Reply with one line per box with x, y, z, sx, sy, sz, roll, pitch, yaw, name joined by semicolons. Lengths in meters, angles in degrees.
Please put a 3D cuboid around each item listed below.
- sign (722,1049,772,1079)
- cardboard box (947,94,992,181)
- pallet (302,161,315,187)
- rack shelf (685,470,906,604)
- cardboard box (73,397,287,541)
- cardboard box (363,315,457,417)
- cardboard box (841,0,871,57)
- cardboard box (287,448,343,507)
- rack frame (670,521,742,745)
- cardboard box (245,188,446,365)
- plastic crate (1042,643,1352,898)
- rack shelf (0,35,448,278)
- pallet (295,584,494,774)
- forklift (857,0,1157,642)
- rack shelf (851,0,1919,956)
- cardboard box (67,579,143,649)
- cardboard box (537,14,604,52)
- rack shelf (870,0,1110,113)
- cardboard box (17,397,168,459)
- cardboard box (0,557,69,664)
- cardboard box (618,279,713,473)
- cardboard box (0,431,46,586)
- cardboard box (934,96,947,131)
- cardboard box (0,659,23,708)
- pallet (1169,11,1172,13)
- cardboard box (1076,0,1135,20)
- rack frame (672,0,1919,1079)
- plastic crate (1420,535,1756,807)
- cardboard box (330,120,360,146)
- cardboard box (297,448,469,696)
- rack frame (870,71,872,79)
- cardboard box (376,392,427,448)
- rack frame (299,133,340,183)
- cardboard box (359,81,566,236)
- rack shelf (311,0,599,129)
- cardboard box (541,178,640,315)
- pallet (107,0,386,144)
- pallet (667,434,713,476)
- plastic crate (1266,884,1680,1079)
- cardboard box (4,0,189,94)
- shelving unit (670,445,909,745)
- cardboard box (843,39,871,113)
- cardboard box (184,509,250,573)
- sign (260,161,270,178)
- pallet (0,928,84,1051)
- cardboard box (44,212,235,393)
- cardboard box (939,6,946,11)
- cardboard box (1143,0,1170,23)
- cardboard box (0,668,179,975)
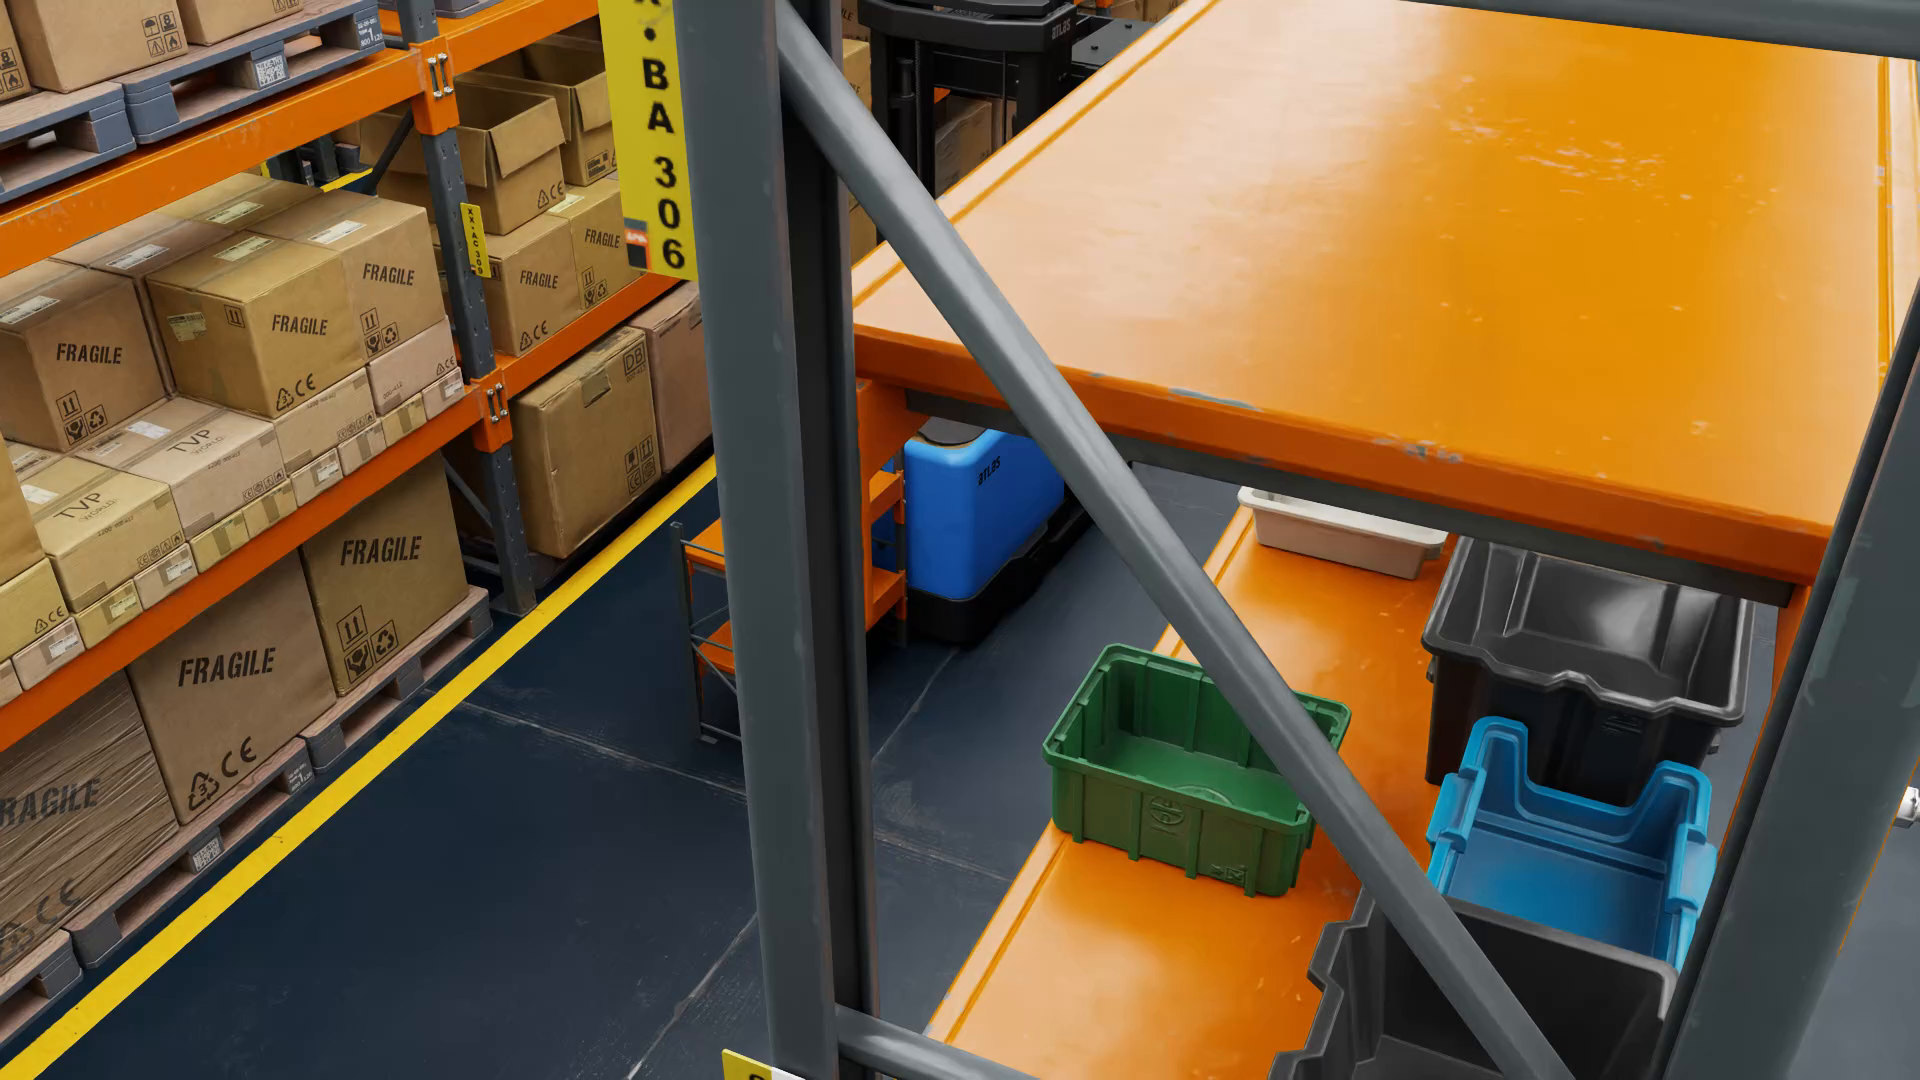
-0.254;0.790;2.169;0.100;0.325;0.005;14;36;20;sign
-0.186;-3.042;12.532;0.700;0.500;0.500;17;37;24;cardboard box
-5.691;-2.635;12.576;1.003;0.211;1.213;14;36;20;pallet
-0.716;-0.023;7.225;0.538;0.278;1.000;17;37;24;rack shelf
-2.947;-0.279;6.305;0.500;0.250;0.500;15;36;21;cardboard box
-2.519;-0.791;7.086;0.500;0.250;0.500;14;36;20;cardboard box
-0.710;-3.497;10.874;0.500;0.500;0.500;10;35;15;cardboard box
-2.726;-0.293;6.691;0.380;0.149;0.250;15;36;21;cardboard box
-0.959;0.467;7.012;0.500;1.125;0.032;17;37;24;rack frame
-2.523;-1.095;6.865;0.500;0.500;0.500;15;36;22;cardboard box
0.405;0.396;2.868;0.450;0.188;0.336;14;36;20;plastic crate
-3.410;-0.967;5.410;1.077;0.370;4.000;14;36;20;rack shelf
-2.962;0.517;7.769;1.003;0.211;1.213;14;36;20;pallet
0.298;-1.526;8.405;1.130;2.935;3.031;17;37;23;forklift
1.089;-0.918;2.964;1.077;0.370;4.000;14;36;20;rack shelf
-3.156;0.220;5.908;0.380;0.149;0.250;13;36;19;cardboard box
-1.770;-2.443;8.734;0.797;0.503;0.637;15;36;22;cardboard box
-0.063;-3.697;12.309;1.077;0.370;4.000;14;36;20;rack shelf
-3.432;-0.391;6.477;0.500;0.250;0.500;15;36;22;cardboard box
-3.376;0.234;5.523;0.500;0.250;0.500;13;35;19;cardboard box
-1.950;-1.065;9.194;1.225;0.875;0.875;13;35;19;cardboard box
-3.380;-0.078;5.315;0.500;0.500;0.500;13;35;19;cardboard box
-0.434;-3.061;11.877;0.500;0.250;0.500;18;37;26;cardboard box
-3.370;0.474;5.520;0.380;0.149;0.250;13;36;20;cardboard box
2.044;-5.386;16.771;1.003;0.211;1.213;14;36;20;pallet
1.210;-4.601;14.928;0.500;0.500;0.500;27;42;35;cardboard box
0.249;-0.391;1.139;0.949;2.616;0.053;14;36;20;rack frame
1.141;0.193;3.042;0.504;0.338;0.767;14;36;20;plastic crate
-5.026;-3.707;13.337;1.050;0.750;0.750;14;36;20;cardboard box
-2.922;0.014;7.548;0.875;0.875;0.875;14;36;20;cardboard box
-0.900;-3.002;10.592;1.000;3.000;0.127;14;36;20;rack frame
-2.511;-0.549;7.081;0.380;0.149;0.250;15;36;21;cardboard box
-5.362;-4.190;12.404;1.000;3.000;0.127;14;36;20;rack frame
-2.313;-1.791;7.740;0.797;0.503;0.637;13;36;19;cardboard box
-1.736;-2.959;8.448;1.077;0.370;4.000;14;36;20;rack shelf
-1.944;-1.474;8.171;0.500;0.500;0.500;14;36;21;cardboard box
-2.925;-1.822;6.138;1.003;0.211;1.213;14;36;20;pallet
-1.810;-0.855;9.861;1.003;0.211;1.213;14;36;20;pallet
0.666;0.791;2.191;0.497;0.269;0.590;14;36;20;plastic crate
-3.075;-1.853;5.539;0.700;0.500;0.500;16;37;23;cardboard box
-0.716;0.222;7.385;0.538;1.125;1.048;17;37;24;shelving unit
-0.881;-2.741;10.103;0.500;0.500;0.500;15;36;22;cardboard box
-2.940;-0.037;6.301;0.380;0.149;0.250;14;36;20;cardboard box
-3.070;-1.580;7.441;0.100;0.325;0.005;14;36;20;sign
-3.983;1.733;5.915;1.003;0.211;1.213;14;36;20;pallet
-3.219;-0.961;6.662;0.500;0.500;0.500;14;36;20;cardboard box
0.011;-3.897;11.711;0.500;0.250;0.500;13;35;19;cardboard box
1.673;-5.196;15.836;0.500;0.500;0.500;18;37;25;cardboard box
-3.671;0.905;6.189;0.875;0.875;0.875;14;36;20;cardboard box
